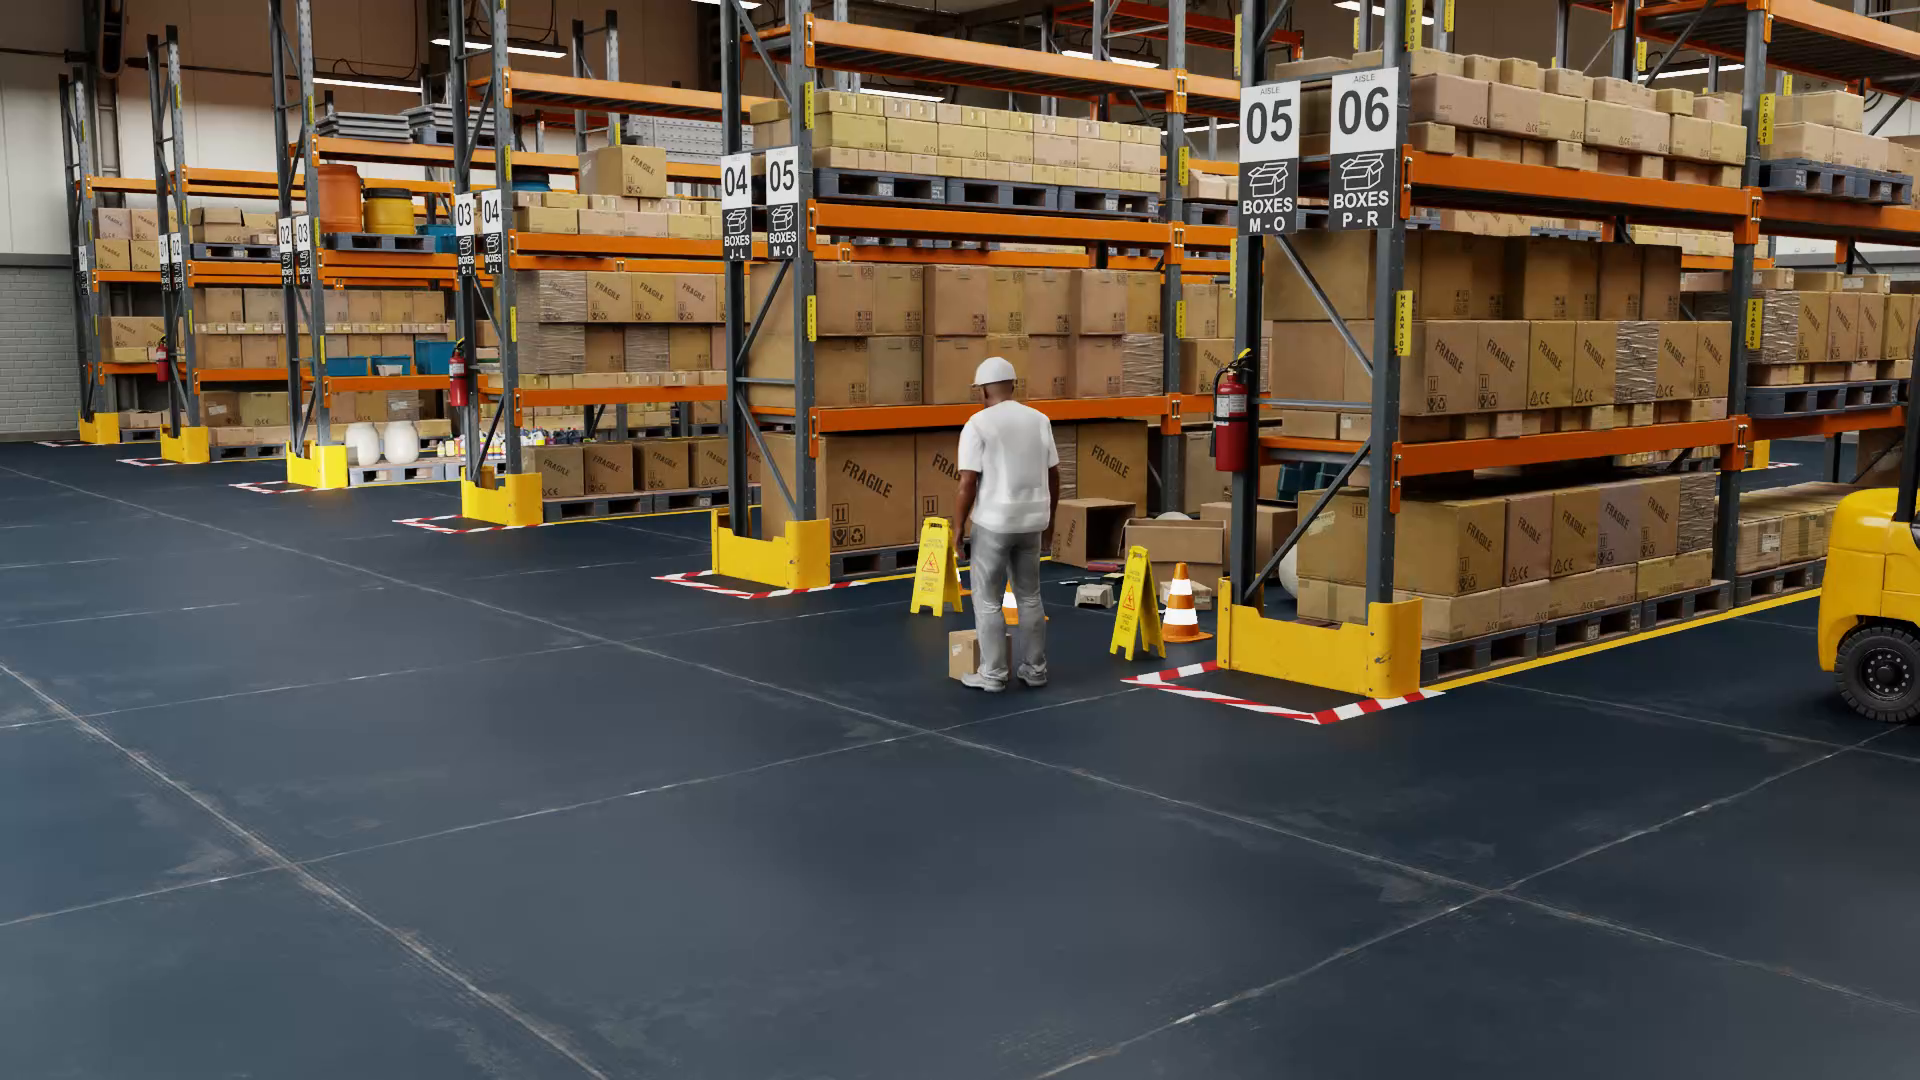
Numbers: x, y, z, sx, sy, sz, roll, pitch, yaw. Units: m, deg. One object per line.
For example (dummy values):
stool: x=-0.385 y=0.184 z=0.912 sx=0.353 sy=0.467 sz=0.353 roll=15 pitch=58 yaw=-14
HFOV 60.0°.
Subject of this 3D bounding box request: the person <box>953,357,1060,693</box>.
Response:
person: x=0.239 y=-0.088 z=8.830 sx=0.626 sy=1.760 sz=0.461 roll=-4 pitch=8 yaw=-29
